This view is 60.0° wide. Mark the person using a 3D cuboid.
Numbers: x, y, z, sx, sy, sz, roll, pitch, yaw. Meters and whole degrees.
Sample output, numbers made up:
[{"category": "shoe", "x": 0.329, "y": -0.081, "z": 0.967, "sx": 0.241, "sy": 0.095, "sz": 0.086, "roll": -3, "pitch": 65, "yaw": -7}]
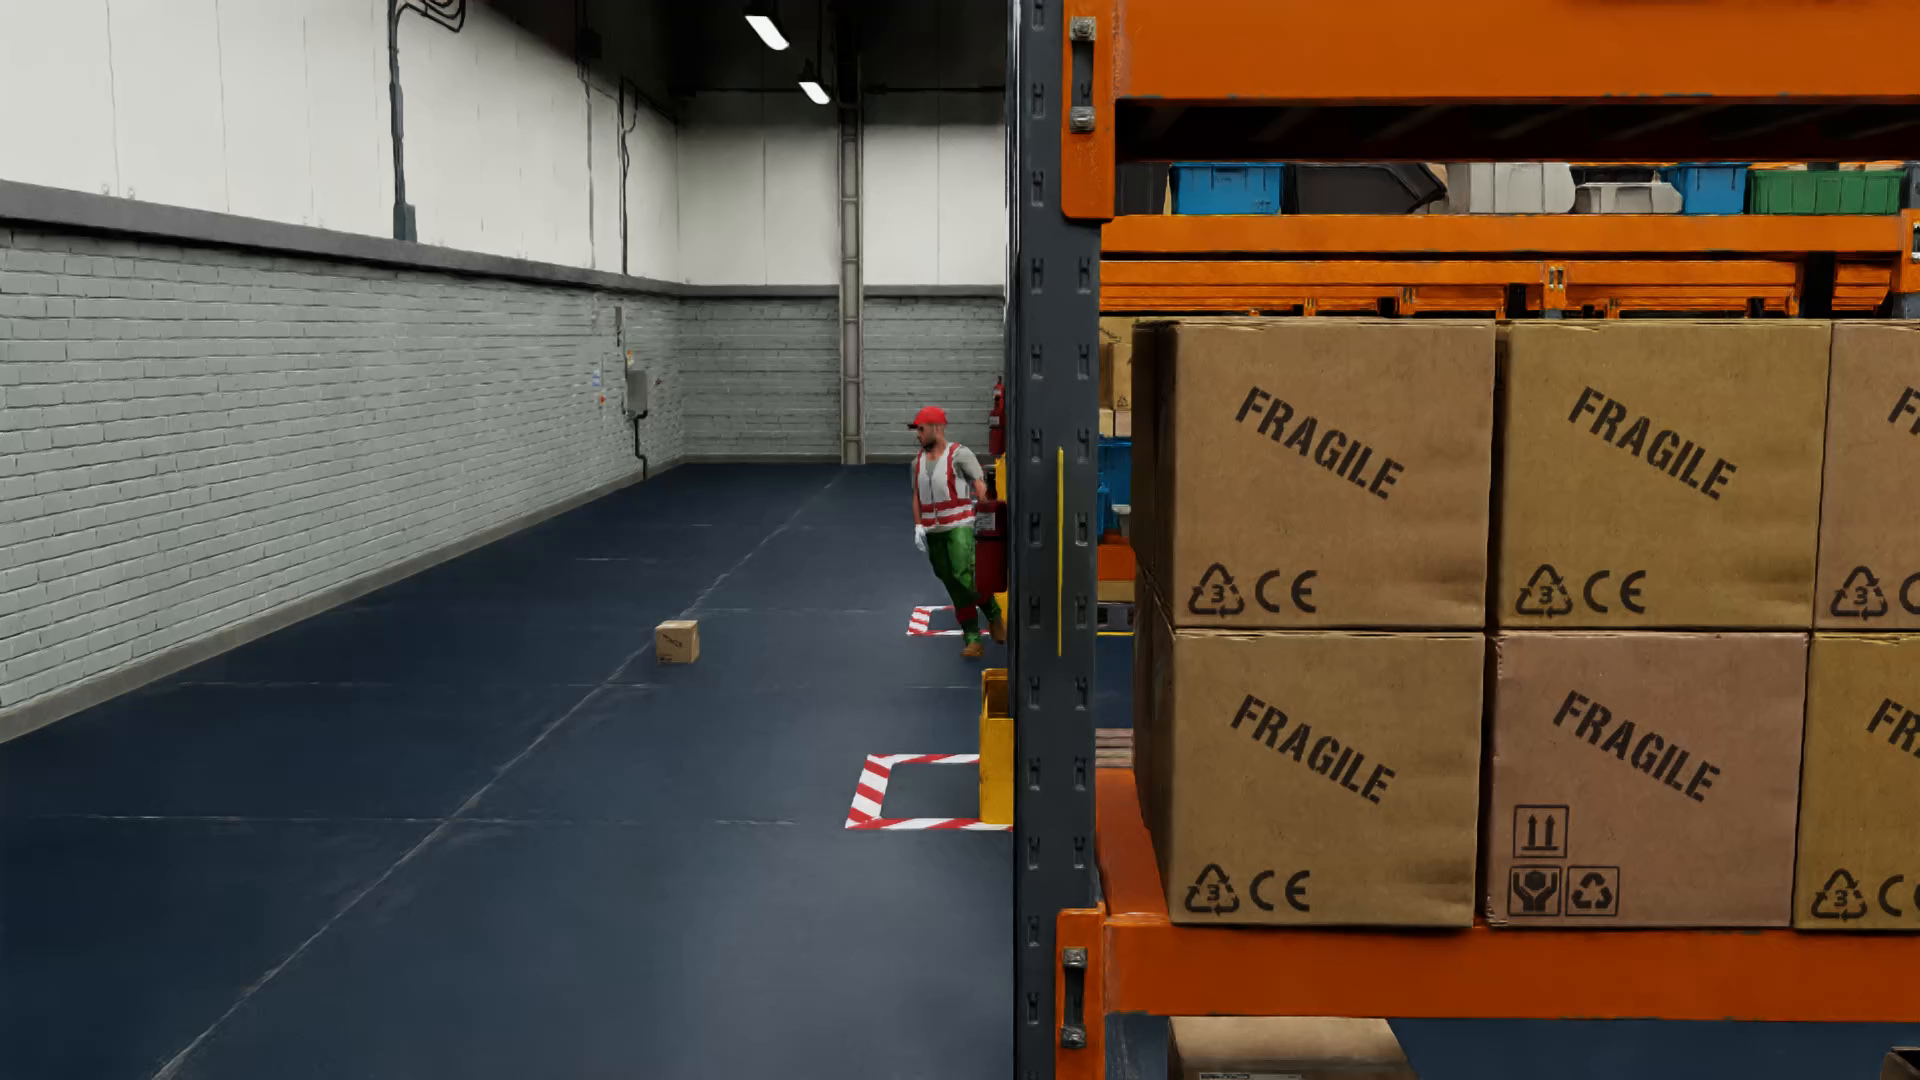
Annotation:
[{"category": "person", "x": -0.046, "y": -0.057, "z": 11.669, "sx": 0.717, "sy": 1.748, "sz": 0.515, "roll": 4, "pitch": 8, "yaw": 29}]
